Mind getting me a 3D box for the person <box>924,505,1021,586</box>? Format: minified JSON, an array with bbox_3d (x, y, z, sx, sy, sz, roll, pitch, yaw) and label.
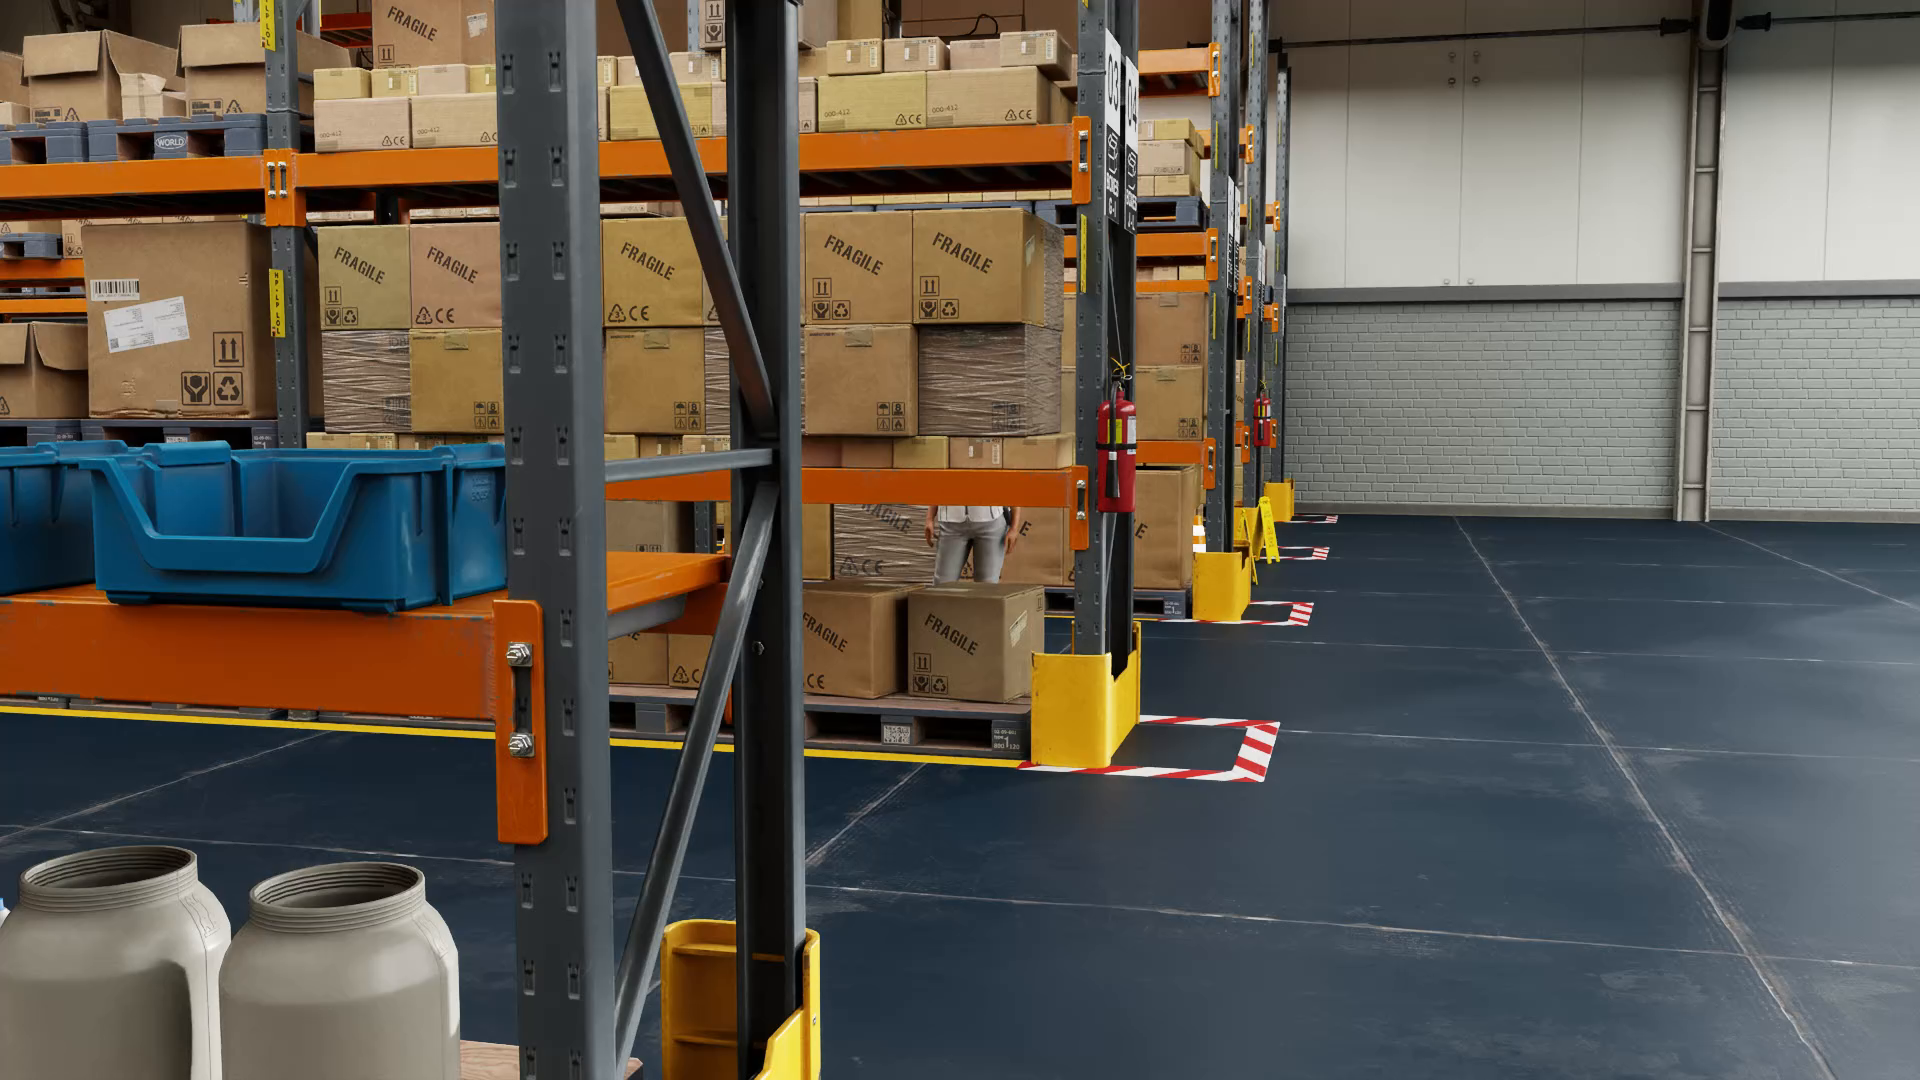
[{"bbox_3d":[0.044,-0.053,9.739,0.598,1.669,0.525,1,5,14],"label":"person"}]
